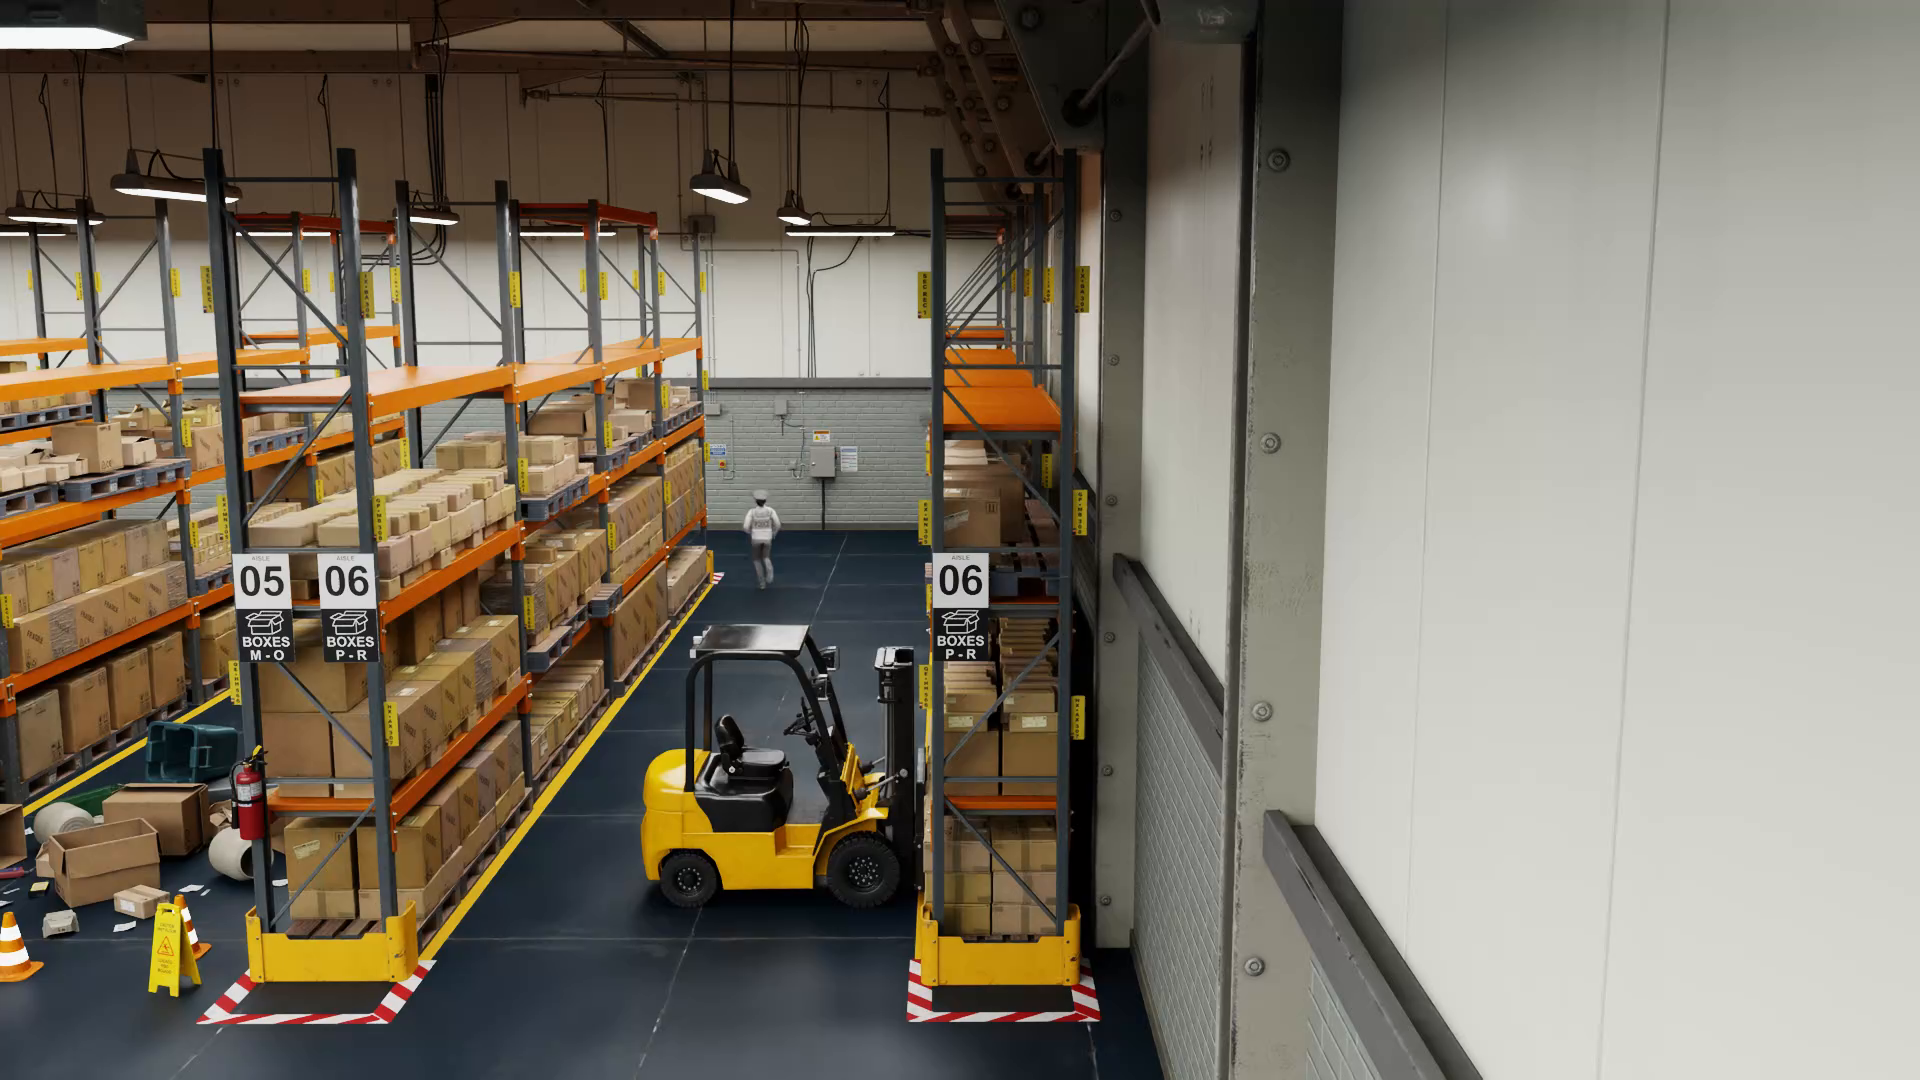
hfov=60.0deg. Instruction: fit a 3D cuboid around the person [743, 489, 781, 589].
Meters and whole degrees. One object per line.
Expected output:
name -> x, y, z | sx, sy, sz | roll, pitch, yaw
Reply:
person -> -3.246, 0.003, 27.209 | 0.615, 1.652, 0.556 | -3, 10, -17
